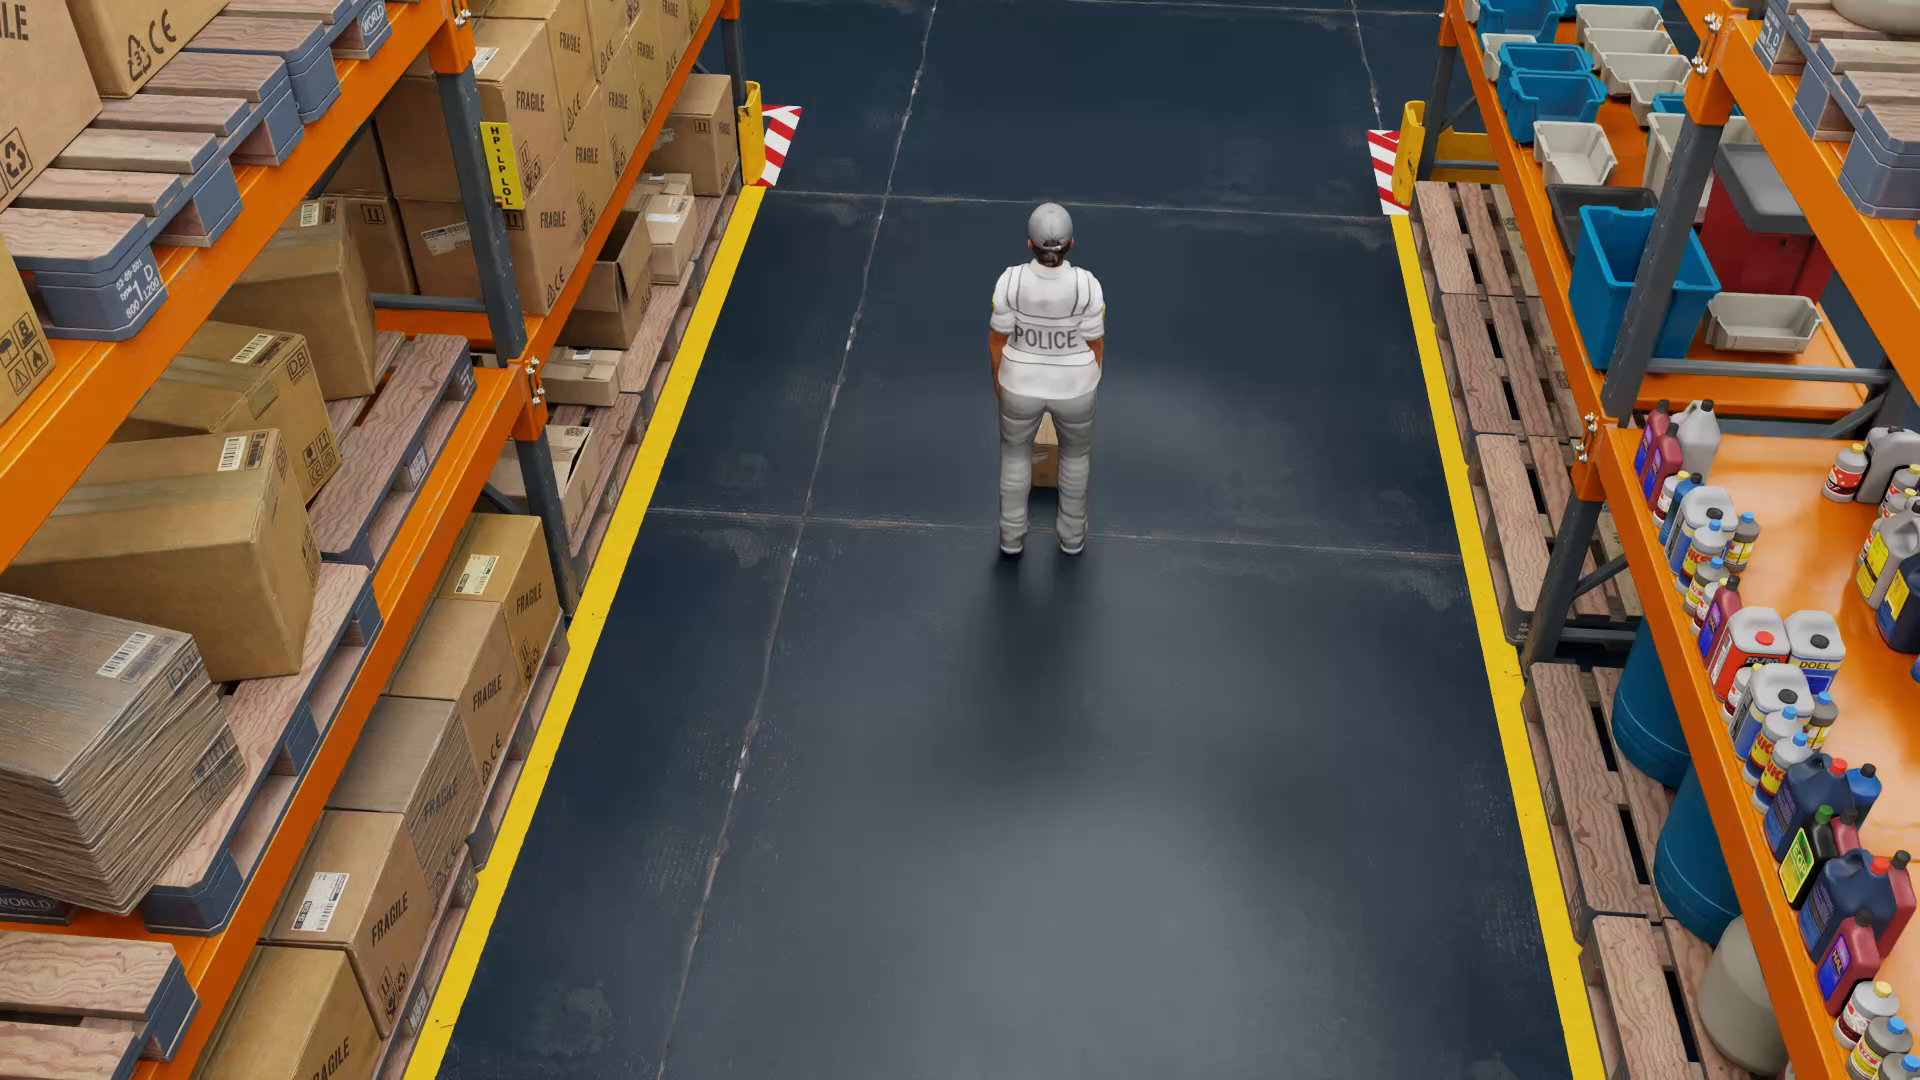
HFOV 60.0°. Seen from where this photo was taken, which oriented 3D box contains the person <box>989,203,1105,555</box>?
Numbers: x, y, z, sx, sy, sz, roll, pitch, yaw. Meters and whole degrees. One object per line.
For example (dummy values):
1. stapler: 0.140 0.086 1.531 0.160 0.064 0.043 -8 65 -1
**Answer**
1. person: 0.354 -0.651 6.940 0.466 1.675 0.390 4 40 5
